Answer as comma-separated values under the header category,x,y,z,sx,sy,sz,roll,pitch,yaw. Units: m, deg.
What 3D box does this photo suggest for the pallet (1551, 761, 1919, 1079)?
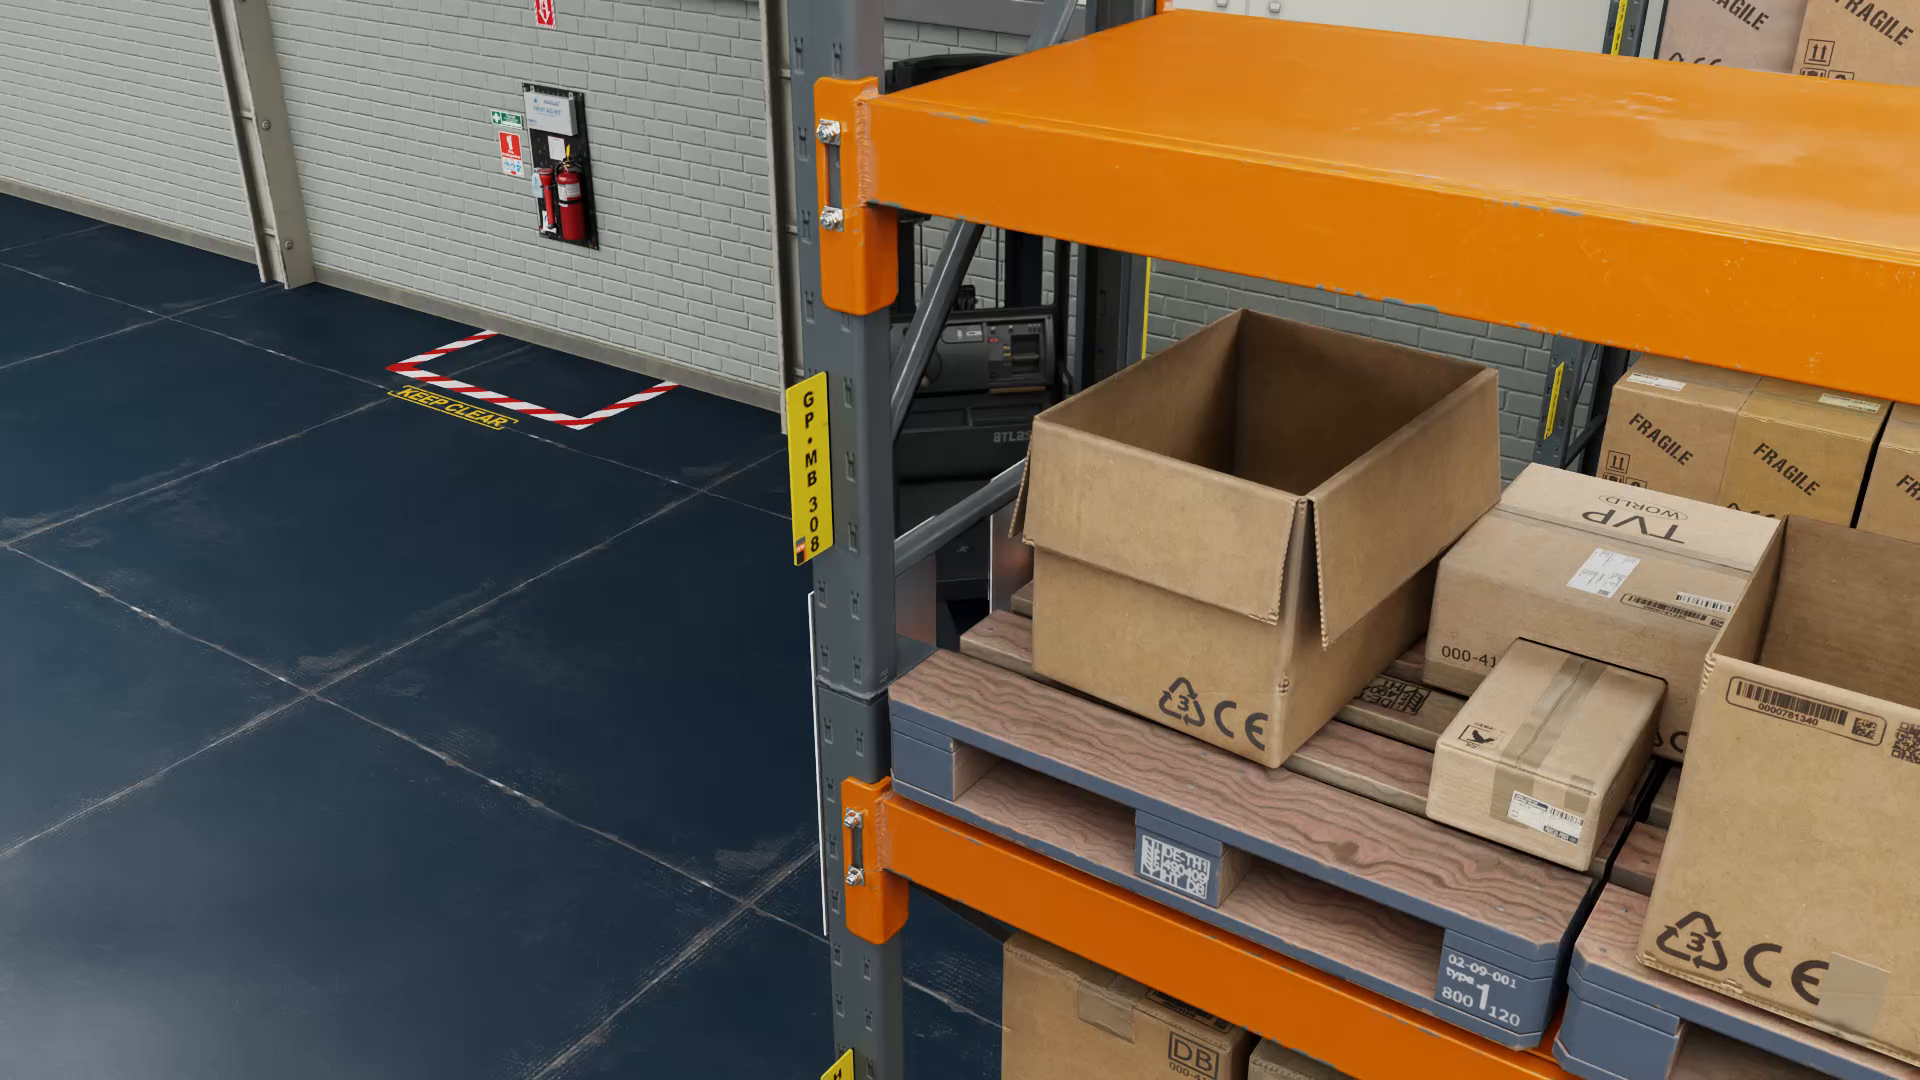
category,x,y,z,sx,sy,sz,roll,pitch,yaw
pallet,1.643,0.644,2.467,1.213,0.211,1.003,17,32,30

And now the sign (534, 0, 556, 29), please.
category,x,y,z,sx,sy,sz,roll,pitch,yaw
sign,-2.978,-3.821,11.895,0.199,0.298,0.001,17,32,30

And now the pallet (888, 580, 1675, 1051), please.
category,x,y,z,sx,sy,sz,roll,pitch,yaw
pallet,0.634,0.331,3.082,1.213,0.211,1.003,17,32,30

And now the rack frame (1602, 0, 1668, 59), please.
category,x,y,z,sx,sy,sz,roll,pitch,yaw
rack frame,2.867,-3.089,6.398,0.127,3.000,1.000,17,32,30

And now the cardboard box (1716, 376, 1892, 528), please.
category,x,y,z,sx,sy,sz,roll,pitch,yaw
cardboard box,3.492,-0.326,6.900,0.500,0.500,0.500,17,32,30

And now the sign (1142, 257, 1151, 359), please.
category,x,y,z,sx,sy,sz,roll,pitch,yaw
sign,0.384,-0.458,3.646,0.005,0.325,0.100,17,32,30

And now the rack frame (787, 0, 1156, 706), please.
category,x,y,z,sx,sy,sz,roll,pitch,yaw
rack frame,0.065,-1.236,2.757,0.127,3.000,1.000,17,32,30

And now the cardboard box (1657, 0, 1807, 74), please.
category,x,y,z,sx,sy,sz,roll,pitch,yaw
cardboard box,3.047,-2.062,6.452,0.500,0.500,0.500,15,31,27

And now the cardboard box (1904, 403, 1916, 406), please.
category,x,y,z,sx,sy,sz,roll,pitch,yaw
cardboard box,4.214,-0.386,7.018,0.500,0.500,0.500,16,31,29

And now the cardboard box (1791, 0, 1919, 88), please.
category,x,y,z,sx,sy,sz,roll,pitch,yaw
cardboard box,3.432,-1.914,6.162,0.500,0.500,0.500,17,31,30

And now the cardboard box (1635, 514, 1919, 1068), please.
category,x,y,z,sx,sy,sz,roll,pitch,yaw
cardboard box,1.280,0.335,2.249,0.500,0.500,0.500,17,32,30

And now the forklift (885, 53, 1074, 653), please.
category,x,y,z,sx,sy,sz,roll,pitch,yaw
forklift,0.097,-0.997,8.978,1.130,2.935,3.031,-4,27,-8

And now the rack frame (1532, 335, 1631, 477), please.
category,x,y,z,sx,sy,sz,roll,pitch,yaw
rack frame,2.867,-0.415,7.759,0.127,3.000,1.000,17,32,30

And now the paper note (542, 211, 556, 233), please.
category,x,y,z,sx,sy,sz,roll,pitch,yaw
paper note,-3.134,-2.427,12.684,0.142,0.148,0.016,17,32,30

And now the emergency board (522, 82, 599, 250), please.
category,x,y,z,sx,sy,sz,roll,pitch,yaw
emergency board,-3.027,-2.749,12.344,0.643,1.169,0.194,17,32,30

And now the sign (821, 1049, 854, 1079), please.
category,x,y,z,sx,sy,sz,roll,pitch,yaw
sign,-0.254,1.222,3.499,0.005,0.325,0.100,17,32,30

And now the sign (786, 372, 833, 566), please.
category,x,y,z,sx,sy,sz,roll,pitch,yaw
sign,-0.254,-0.118,2.817,0.005,0.325,0.100,17,32,30

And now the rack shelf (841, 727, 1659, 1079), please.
category,x,y,z,sx,sy,sz,roll,pitch,yaw
rack shelf,1.714,0.935,2.592,4.000,0.370,1.077,17,32,30

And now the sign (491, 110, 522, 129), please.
category,x,y,z,sx,sy,sz,roll,pitch,yaw
sign,-3.426,-3.177,12.561,0.331,0.109,0.001,17,32,30

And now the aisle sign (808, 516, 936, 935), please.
category,x,y,z,sx,sy,sz,roll,pitch,yaw
aisle sign,-0.162,0.377,3.337,0.004,0.787,0.394,17,32,30

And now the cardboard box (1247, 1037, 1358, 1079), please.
category,x,y,z,sx,sy,sz,roll,pitch,yaw
cardboard box,0.923,1.086,3.268,0.500,0.500,0.700,16,31,29

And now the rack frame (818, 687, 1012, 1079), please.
category,x,y,z,sx,sy,sz,roll,pitch,yaw
rack frame,0.065,1.438,4.118,0.127,3.000,1.000,17,32,30

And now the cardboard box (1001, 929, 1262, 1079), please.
category,x,y,z,sx,sy,sz,roll,pitch,yaw
cardboard box,0.487,0.953,3.530,0.500,0.500,0.700,17,32,30

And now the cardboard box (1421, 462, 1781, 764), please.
category,x,y,z,sx,sy,sz,roll,pitch,yaw
cardboard box,1.164,0.115,2.957,0.500,0.250,0.500,17,32,30

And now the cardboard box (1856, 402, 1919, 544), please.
category,x,y,z,sx,sy,sz,roll,pitch,yaw
cardboard box,3.914,-0.191,6.635,0.500,0.500,0.500,16,31,29

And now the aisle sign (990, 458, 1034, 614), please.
category,x,y,z,sx,sy,sz,roll,pitch,yaw
aisle sign,0.178,0.152,3.777,0.004,0.787,0.394,17,32,30

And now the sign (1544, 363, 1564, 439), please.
category,x,y,z,sx,sy,sz,roll,pitch,yaw
sign,2.560,-0.598,7.164,0.005,0.325,0.100,17,32,30

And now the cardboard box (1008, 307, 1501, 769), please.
category,x,y,z,sx,sy,sz,roll,pitch,yaw
cardboard box,0.537,-0.046,2.994,0.637,0.503,0.797,20,33,34

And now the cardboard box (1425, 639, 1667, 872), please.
category,x,y,z,sx,sy,sz,roll,pitch,yaw
cardboard box,0.935,0.331,2.645,0.250,0.149,0.380,17,32,30

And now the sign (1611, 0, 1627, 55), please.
category,x,y,z,sx,sy,sz,roll,pitch,yaw
sign,2.560,-1.939,6.482,0.005,0.325,0.100,17,32,30

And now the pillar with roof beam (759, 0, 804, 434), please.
category,x,y,z,sx,sy,sz,roll,pitch,yaw
pillar with roof beam,-3.449,-3.164,6.546,0.400,9.000,9.100,17,32,30

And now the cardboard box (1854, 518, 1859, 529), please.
category,x,y,z,sx,sy,sz,roll,pitch,yaw
cardboard box,3.526,0.015,7.058,0.500,0.250,0.500,16,31,29

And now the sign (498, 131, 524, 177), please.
category,x,y,z,sx,sy,sz,roll,pitch,yaw
sign,-3.425,-2.945,12.691,0.234,0.329,0.001,17,32,30

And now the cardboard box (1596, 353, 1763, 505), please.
category,x,y,z,sx,sy,sz,roll,pitch,yaw
cardboard box,3.090,-0.457,7.157,0.500,0.500,0.500,17,32,30

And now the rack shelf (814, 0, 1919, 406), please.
category,x,y,z,sx,sy,sz,roll,pitch,yaw
rack shelf,1.714,-0.224,2.002,4.000,0.370,1.077,17,32,30

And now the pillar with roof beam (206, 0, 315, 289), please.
category,x,y,z,sx,sy,sz,roll,pitch,yaw
pillar with roof beam,-8.395,-4.705,9.573,0.400,9.000,9.100,17,32,30

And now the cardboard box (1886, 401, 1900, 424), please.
category,x,y,z,sx,sy,sz,roll,pitch,yaw
cardboard box,3.785,-0.517,7.276,0.500,0.500,0.500,18,32,31
